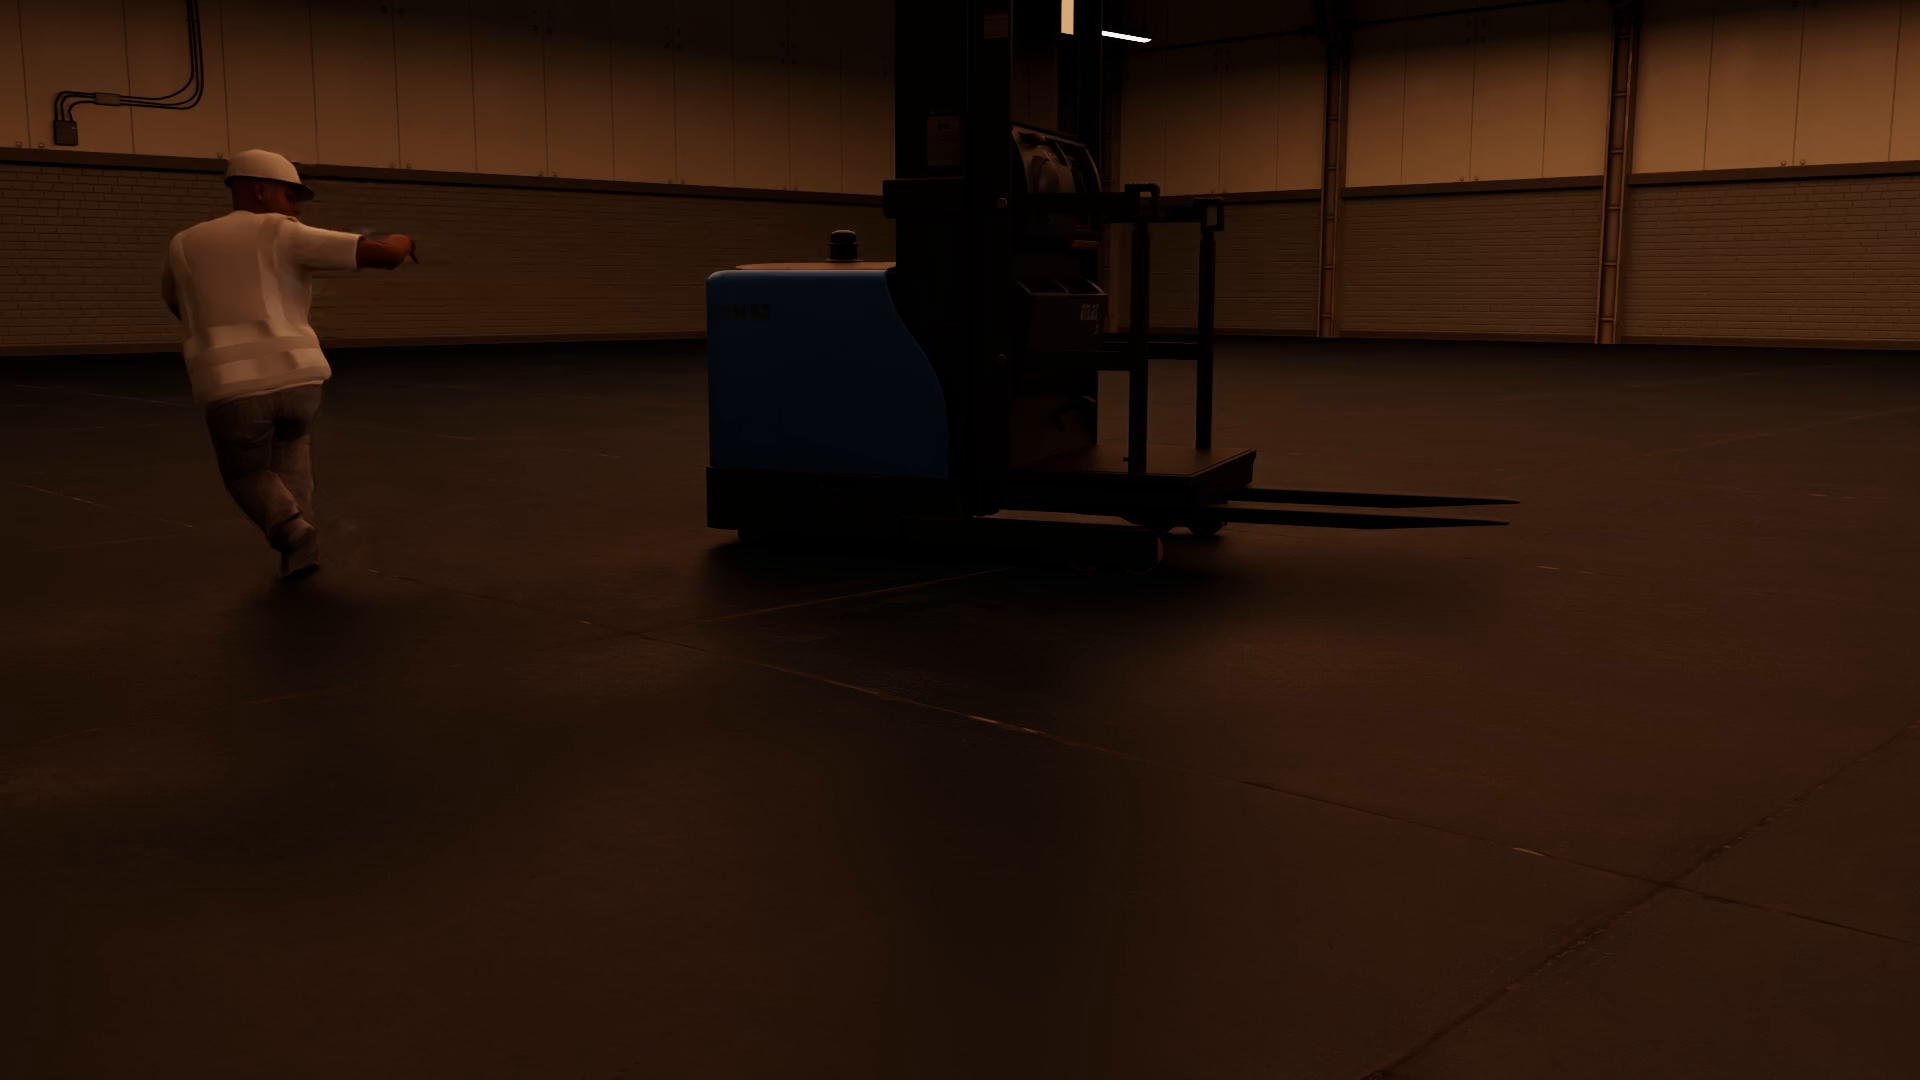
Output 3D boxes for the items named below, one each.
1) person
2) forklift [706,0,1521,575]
[{"bbox_3d":[-2.343,-0.616,5.865,0.850,1.481,1.100,-3,9,-20],"label":"person"},{"bbox_3d":[0.565,-1.416,6.275,3.031,2.935,1.130,3,9,22],"label":"forklift"}]
